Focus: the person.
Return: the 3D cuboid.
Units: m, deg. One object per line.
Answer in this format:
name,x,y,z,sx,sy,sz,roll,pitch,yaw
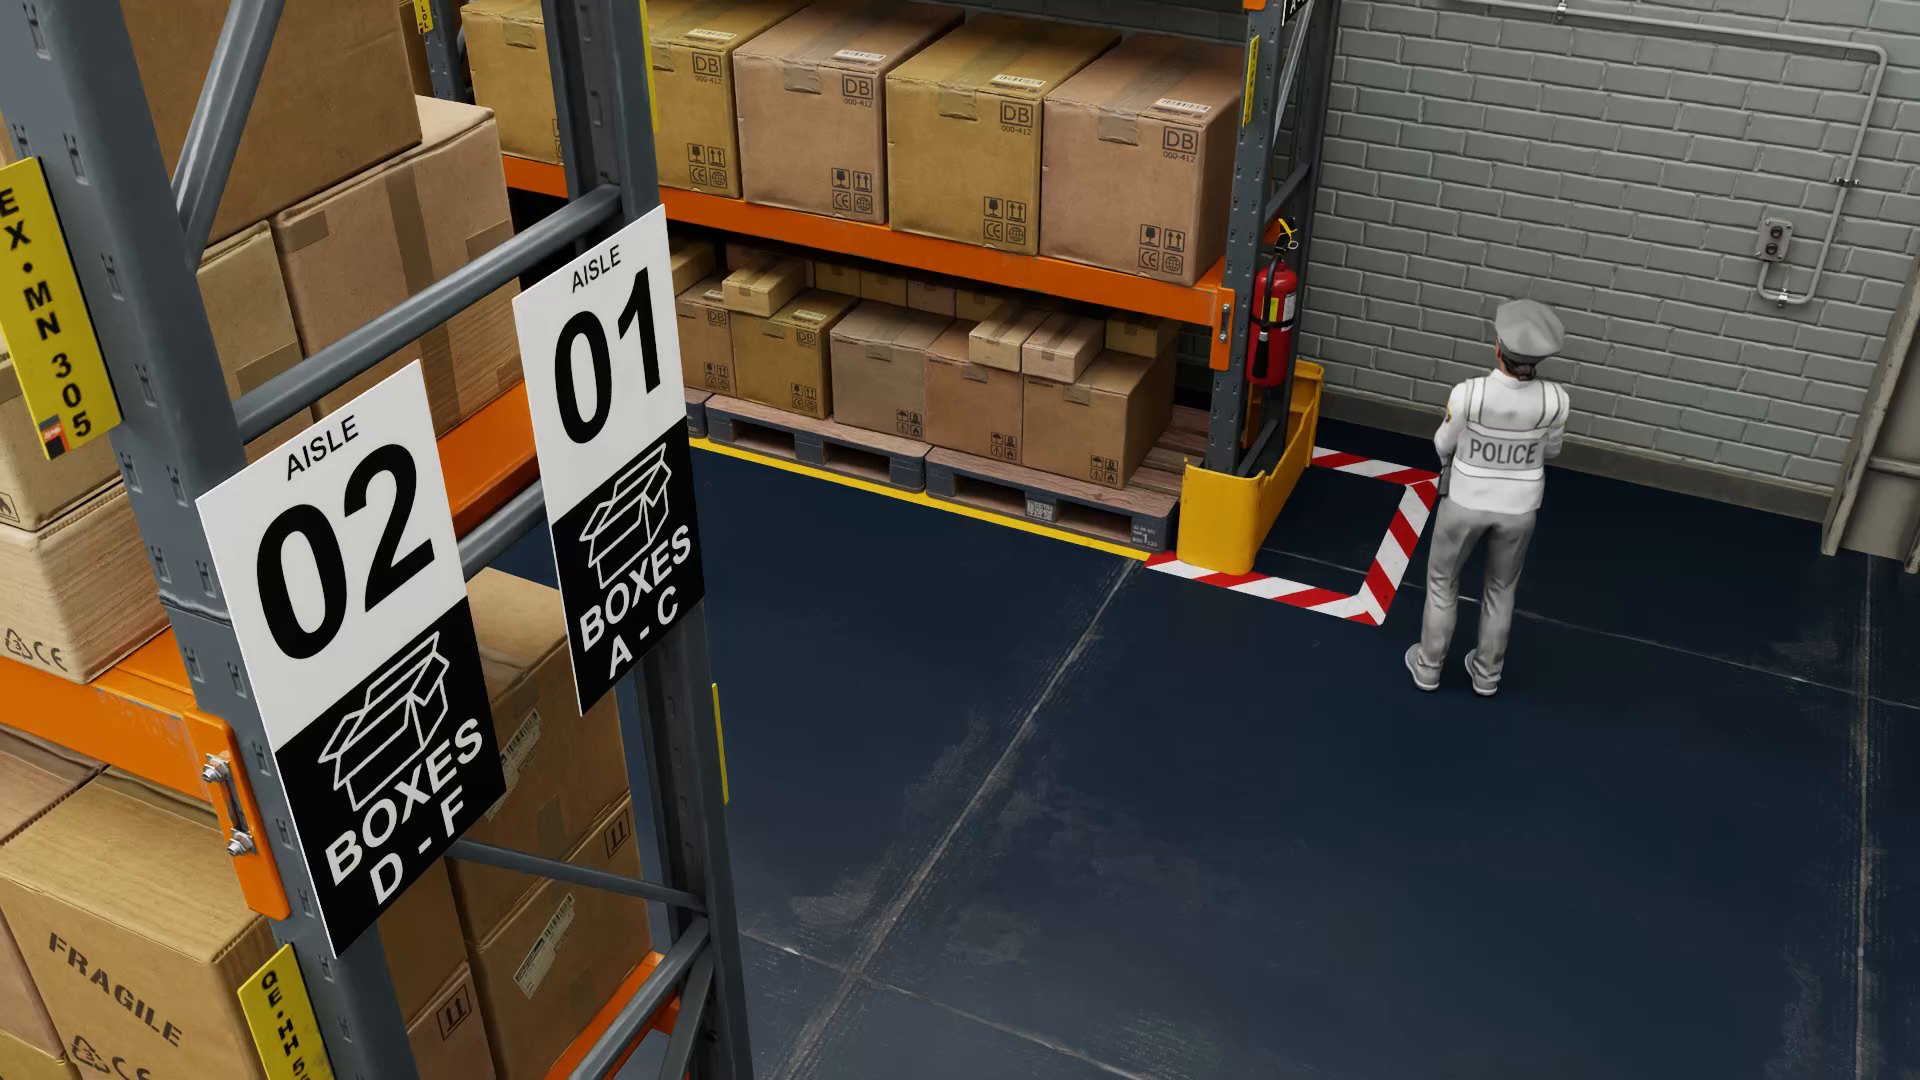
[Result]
person,2.021,-0.180,6.391,0.456,1.690,0.539,4,34,6
